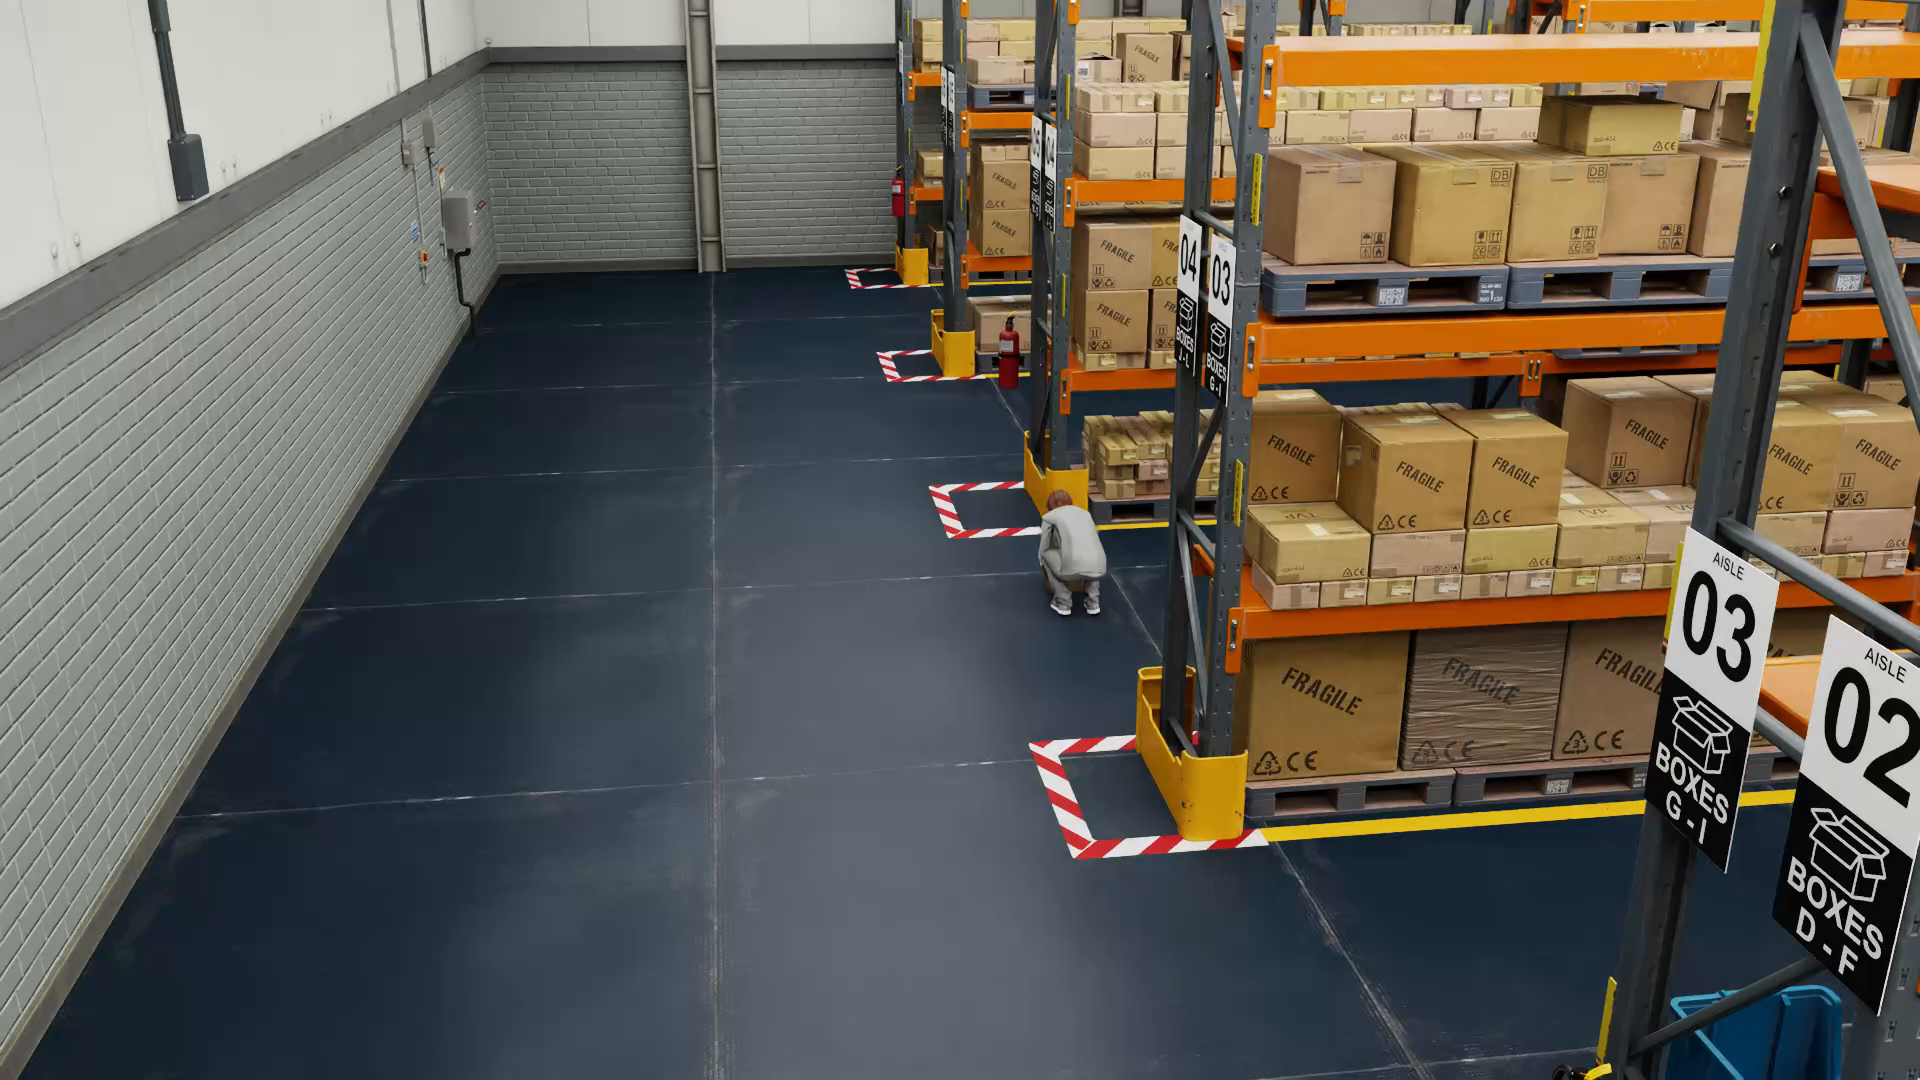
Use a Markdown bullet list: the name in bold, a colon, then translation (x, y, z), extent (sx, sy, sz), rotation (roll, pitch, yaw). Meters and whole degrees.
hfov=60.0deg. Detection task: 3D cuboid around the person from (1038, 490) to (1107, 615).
- **person**: translation (0.814, 0.102, 12.006), extent (0.436, 0.775, 0.804), rotation (-3, 20, -8)
